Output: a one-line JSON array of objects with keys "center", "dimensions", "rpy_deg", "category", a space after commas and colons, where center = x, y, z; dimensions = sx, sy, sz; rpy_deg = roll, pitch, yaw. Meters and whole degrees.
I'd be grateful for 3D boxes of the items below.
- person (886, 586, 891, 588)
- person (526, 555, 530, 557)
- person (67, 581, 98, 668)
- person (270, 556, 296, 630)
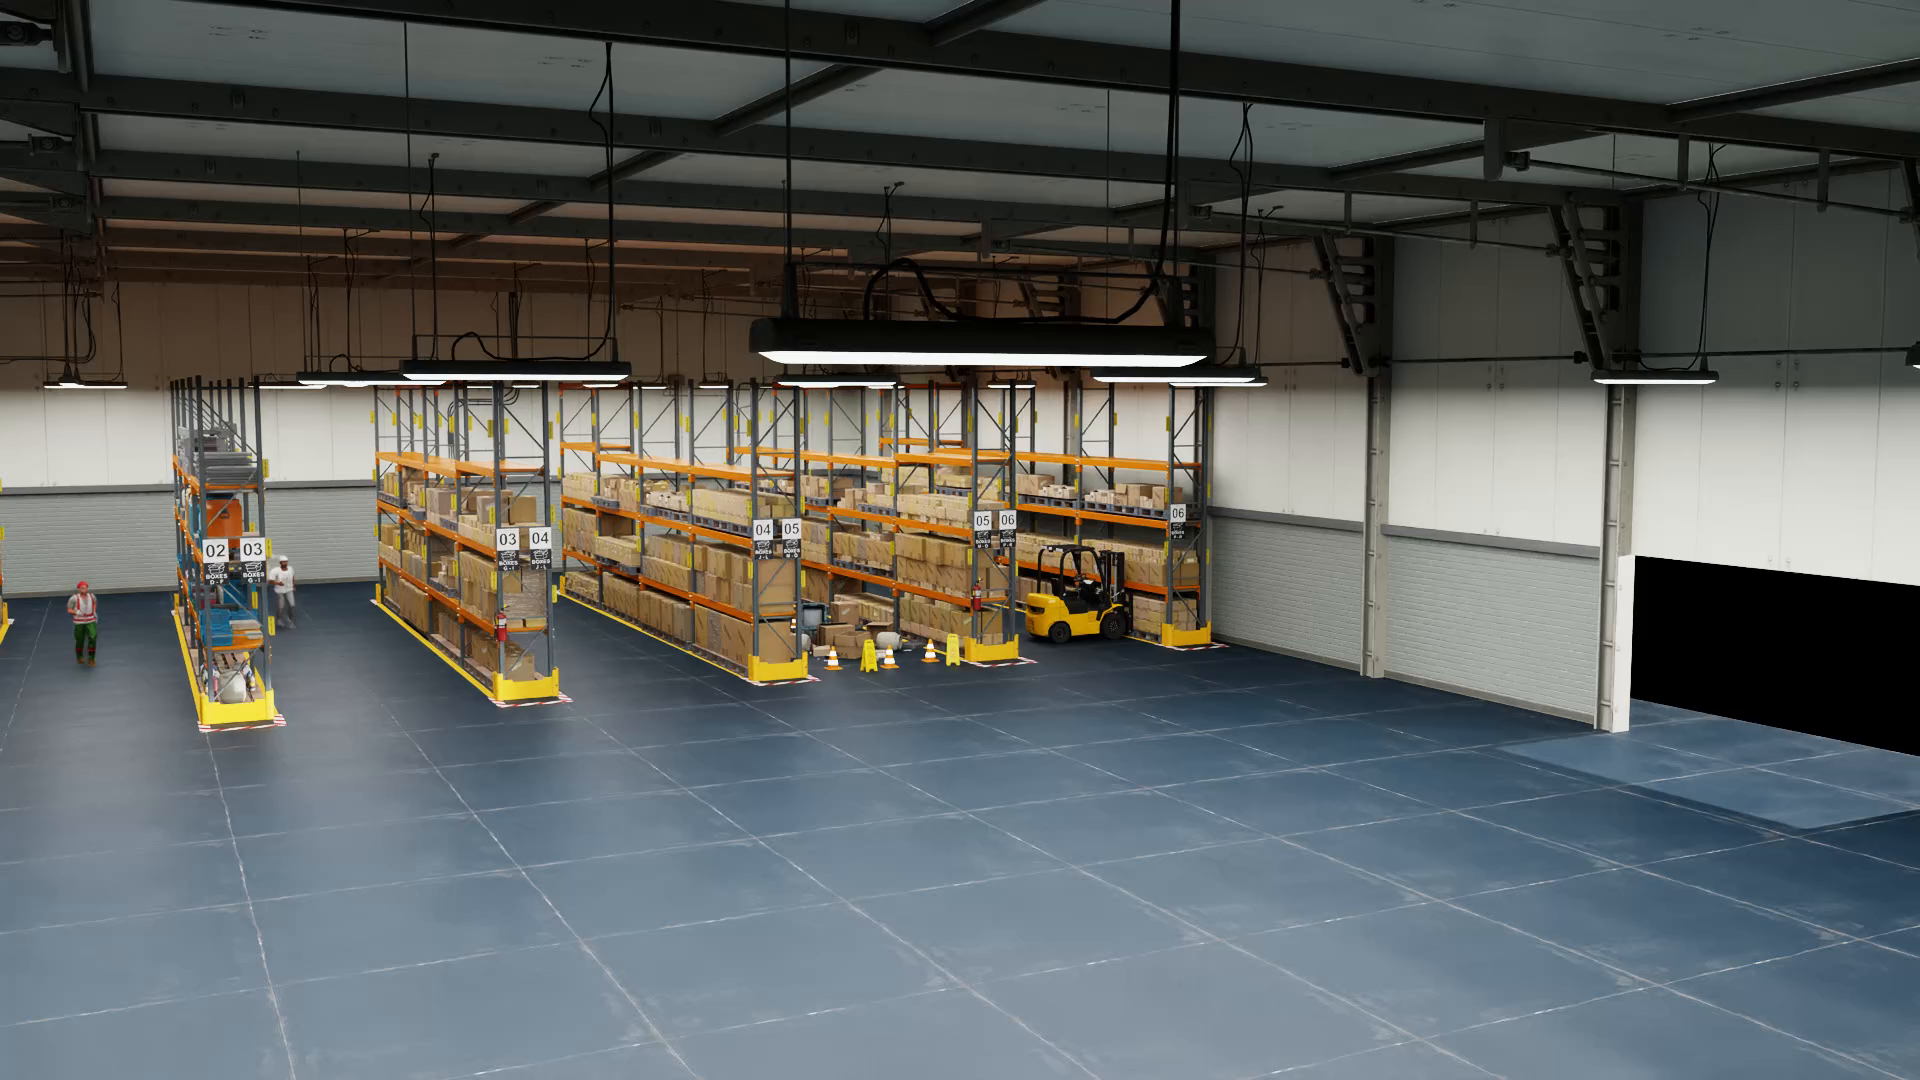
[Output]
[{"center": [-2.063, 0.539, 46.244], "dimensions": [0.520, 1.584, 0.542], "rpy_deg": [-4, 6, -38], "category": "person"}, {"center": [-11.510, 0.942, 45.080], "dimensions": [0.593, 1.574, 0.682], "rpy_deg": [-1, 5, -14], "category": "person"}, {"center": [-18.248, 1.758, 34.623], "dimensions": [0.588, 1.831, 0.835], "rpy_deg": [-4, 6, -37], "category": "person"}, {"center": [-16.360, 1.282, 40.207], "dimensions": [0.641, 1.818, 0.794], "rpy_deg": [-4, 7, -39], "category": "person"}]
